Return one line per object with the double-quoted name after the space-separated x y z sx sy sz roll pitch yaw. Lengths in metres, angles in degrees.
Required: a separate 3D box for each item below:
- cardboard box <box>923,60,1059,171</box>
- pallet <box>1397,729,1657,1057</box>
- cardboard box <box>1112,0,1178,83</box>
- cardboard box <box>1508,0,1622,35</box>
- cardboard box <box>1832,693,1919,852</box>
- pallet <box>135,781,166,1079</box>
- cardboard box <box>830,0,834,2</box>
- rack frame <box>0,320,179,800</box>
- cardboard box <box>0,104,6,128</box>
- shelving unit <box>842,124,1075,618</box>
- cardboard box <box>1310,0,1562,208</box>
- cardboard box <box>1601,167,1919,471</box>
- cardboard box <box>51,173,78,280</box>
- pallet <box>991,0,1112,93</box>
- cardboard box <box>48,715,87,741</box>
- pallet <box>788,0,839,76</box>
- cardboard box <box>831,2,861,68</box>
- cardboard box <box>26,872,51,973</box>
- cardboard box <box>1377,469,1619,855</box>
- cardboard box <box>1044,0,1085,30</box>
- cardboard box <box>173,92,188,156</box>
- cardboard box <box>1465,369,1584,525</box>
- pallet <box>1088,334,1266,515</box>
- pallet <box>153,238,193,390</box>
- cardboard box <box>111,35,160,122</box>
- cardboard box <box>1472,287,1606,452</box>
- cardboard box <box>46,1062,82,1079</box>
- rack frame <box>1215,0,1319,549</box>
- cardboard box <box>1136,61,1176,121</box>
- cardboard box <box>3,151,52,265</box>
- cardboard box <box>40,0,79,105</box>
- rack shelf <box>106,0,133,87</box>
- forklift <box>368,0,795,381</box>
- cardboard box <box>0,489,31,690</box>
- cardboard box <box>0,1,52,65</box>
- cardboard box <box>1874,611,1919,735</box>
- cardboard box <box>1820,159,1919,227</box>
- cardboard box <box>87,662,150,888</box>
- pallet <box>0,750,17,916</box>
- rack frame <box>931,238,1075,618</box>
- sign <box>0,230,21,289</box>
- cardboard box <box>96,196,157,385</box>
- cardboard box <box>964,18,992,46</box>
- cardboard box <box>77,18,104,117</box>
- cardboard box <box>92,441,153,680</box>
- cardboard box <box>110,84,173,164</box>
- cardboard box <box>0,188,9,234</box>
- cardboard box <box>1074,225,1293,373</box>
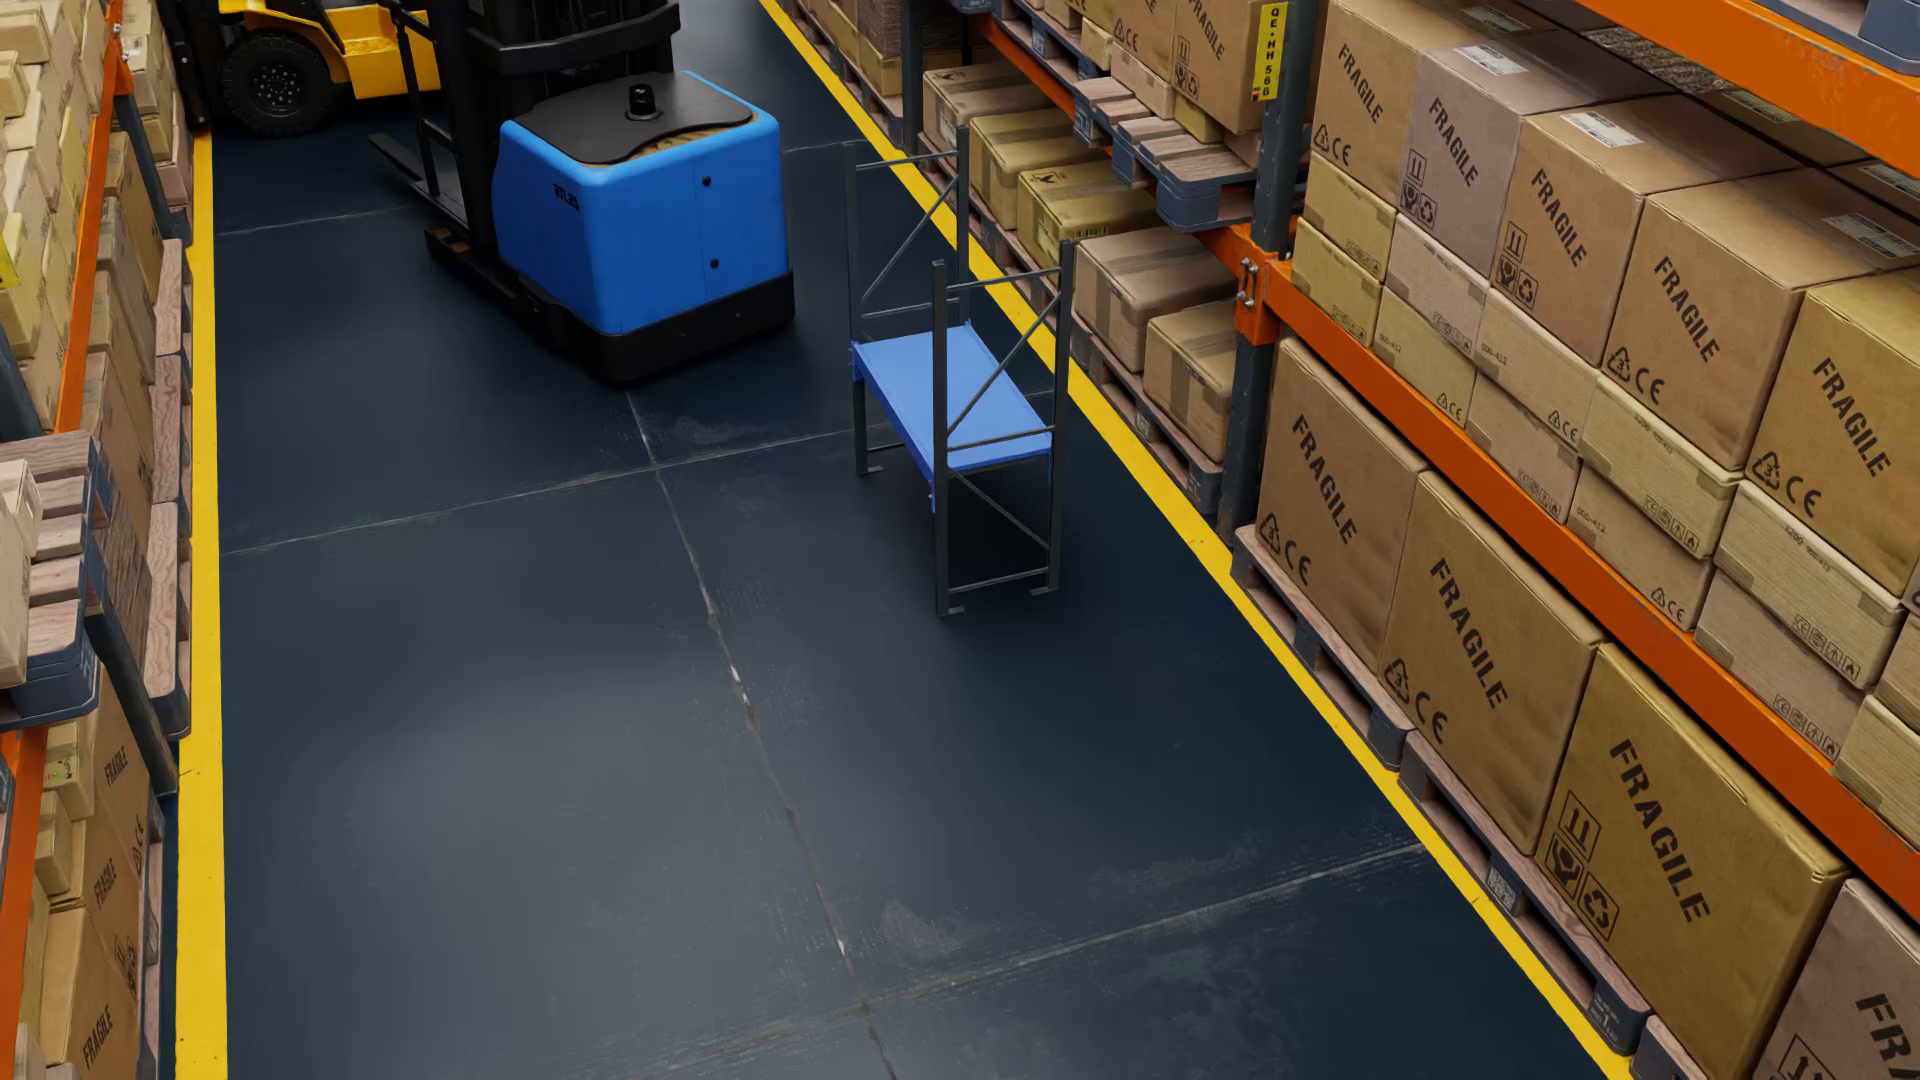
0.339 -2.381 9.253 0.950 0.372 0.625 -12 39 -15 "cardboard box"
2.150 0.964 5.295 1.003 0.211 1.213 -12 39 -16 "pallet"
0.927 -2.115 6.385 0.500 0.500 0.500 -13 39 -17 "cardboard box"
1.956 -1.501 5.335 0.500 0.500 0.500 -13 39 -17 "cardboard box"
2.344 0.531 3.676 0.500 0.250 0.500 -13 39 -17 "cardboard box"
-2.905 1.274 4.883 1.003 0.211 1.213 -12 39 -16 "pallet"
-0.652 -3.781 10.590 0.500 0.500 0.500 -10 38 -14 "cardboard box"
-3.126 -0.269 4.615 1.000 3.000 0.127 -12 39 -16 "rack frame"
-3.381 -1.381 5.468 0.380 0.149 0.250 -12 39 -15 "cardboard box"
-0.029 -0.647 6.363 0.538 1.500 1.048 -12 39 -16 "shelving unit"
1.473 -1.409 5.214 0.500 0.500 0.500 -14 39 -17 "cardboard box"
1.987 -0.550 4.073 0.500 0.500 0.500 -12 39 -15 "cardboard box"
-3.402 -1.085 5.823 0.500 0.250 0.500 -14 39 -17 "cardboard box"
0.813 -2.332 7.513 1.003 0.211 1.213 -12 39 -16 "pallet"
-2.719 0.529 4.744 0.380 0.149 0.250 -14 39 -18 "cardboard box"
-0.531 -3.507 11.231 1.003 0.211 1.213 -12 39 -16 "pallet"
-0.492 -3.205 10.449 0.500 0.250 0.500 -13 39 -17 "cardboard box"
-2.498 0.993 4.128 0.380 0.149 0.250 -11 38 -15 "cardboard box"
1.996 0.294 5.284 0.875 0.875 0.875 -12 39 -15 "cardboard box"
0.592 -2.362 7.252 0.380 0.149 0.250 -14 39 -17 "cardboard box"
-4.548 -2.224 9.146 0.500 0.250 0.500 -13 39 -17 "cardboard box"
1.833 -0.327 4.815 0.500 0.250 0.500 -11 38 -14 "cardboard box"
1.265 -0.627 7.407 1.003 0.211 1.213 -12 39 -16 "pallet"
-4.213 -1.007 7.912 1.003 0.211 1.213 -12 39 -16 "pallet"
-4.375 -2.336 8.464 0.500 0.250 0.500 -13 39 -17 "cardboard box"
1.812 -0.525 4.663 0.500 0.250 0.500 -13 39 -16 "cardboard box"
-2.238 1.625 3.828 0.500 0.500 0.500 -14 39 -18 "cardboard box"
1.533 -1.299 5.982 1.000 3.000 0.127 -12 39 -16 "rack frame"
0.910 -1.773 6.470 0.380 0.149 0.250 -13 39 -16 "cardboard box"
-3.221 -0.994 5.285 0.500 0.250 0.500 -11 38 -15 "cardboard box"
-3.740 -1.865 6.442 0.500 0.250 0.500 -12 39 -15 "cardboard box"
-5.191 -3.372 9.331 1.077 0.370 4.000 -12 39 -16 "rack shelf"
-2.130 -2.712 7.914 1.130 2.935 3.031 -27 44 -31 "forklift"
-2.459 0.152 3.831 0.500 0.250 0.500 -14 39 -18 "cardboard box"
-3.545 -1.832 6.066 0.380 0.149 0.250 -13 39 -17 "cardboard box"
2.350 0.341 3.513 0.500 0.250 0.500 -12 38 -15 "cardboard box"
2.473 -0.643 4.197 0.500 0.500 0.500 -13 39 -17 "cardboard box"
-2.779 0.756 4.982 0.500 0.500 0.500 -11 38 -15 "cardboard box"
-2.453 0.905 3.215 1.003 0.211 1.213 -12 39 -16 "pallet"
0.146 -0.360 5.981 0.500 1.500 0.032 -12 39 -16 "rack frame"
-2.620 -0.818 4.446 0.100 0.325 0.005 -12 39 -16 "sign"
-4.053 -1.016 7.230 0.875 0.625 0.625 -13 39 -16 "cardboard box"
0.207 -3.317 9.974 0.500 0.500 0.500 -11 38 -14 "cardboard box"
-3.906 -1.956 6.978 0.500 0.250 0.500 -13 39 -16 "cardboard box"
-3.328 0.156 5.674 0.875 0.625 0.625 -11 38 -15 "cardboard box"
-4.379 -2.135 8.613 0.500 0.250 0.500 -13 39 -16 "cardboard box"
-3.053 -0.960 4.909 0.380 0.149 0.250 -12 39 -15 "cardboard box"
1.086 -1.154 7.624 0.950 0.372 0.625 -13 39 -17 "cardboard box"
